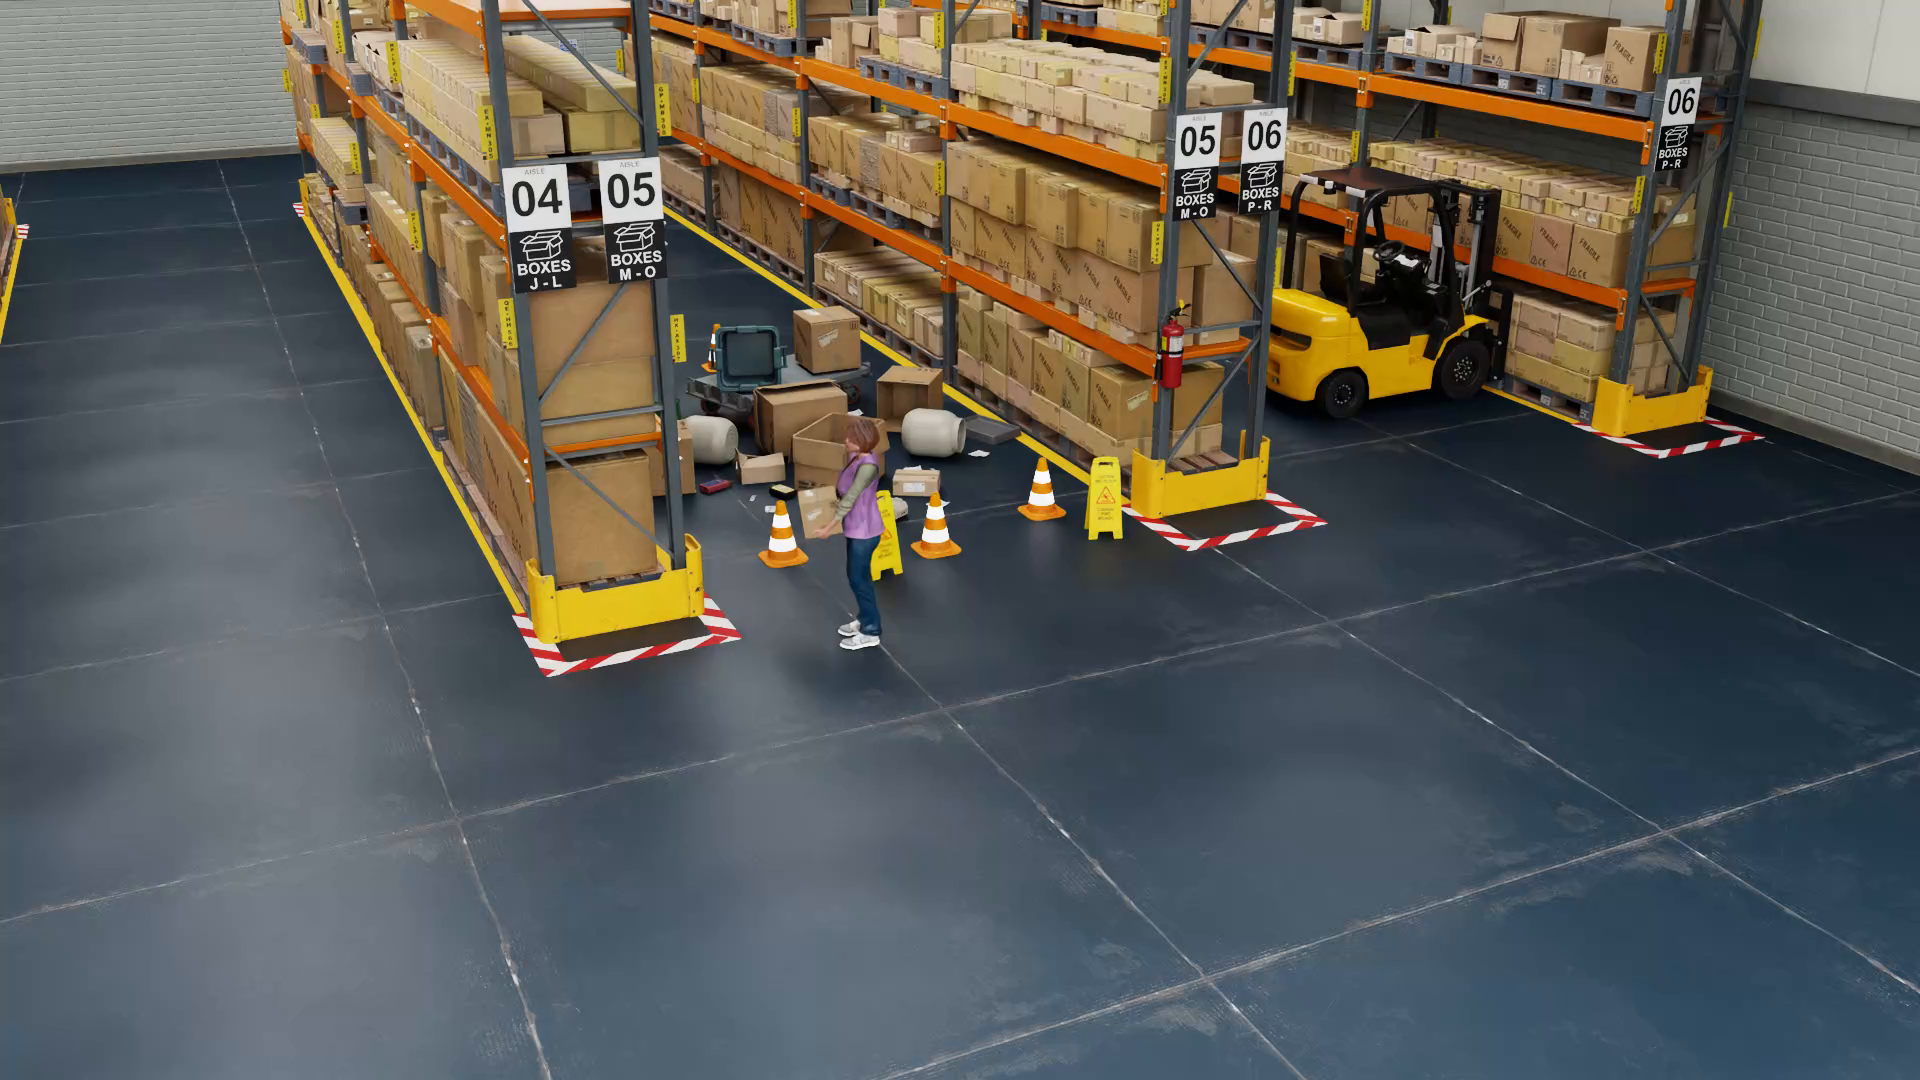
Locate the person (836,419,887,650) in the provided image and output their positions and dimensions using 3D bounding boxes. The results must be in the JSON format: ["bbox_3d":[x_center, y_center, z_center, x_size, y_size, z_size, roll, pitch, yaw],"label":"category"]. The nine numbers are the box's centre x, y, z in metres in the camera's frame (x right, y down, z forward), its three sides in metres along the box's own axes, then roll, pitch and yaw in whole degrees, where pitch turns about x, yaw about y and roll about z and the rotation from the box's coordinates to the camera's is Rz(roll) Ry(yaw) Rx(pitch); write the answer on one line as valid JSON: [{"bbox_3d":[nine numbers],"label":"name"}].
[{"bbox_3d":[-0.663,-0.052,11.113,0.338,1.599,0.450,-4,23,-8],"label":"person"}]
